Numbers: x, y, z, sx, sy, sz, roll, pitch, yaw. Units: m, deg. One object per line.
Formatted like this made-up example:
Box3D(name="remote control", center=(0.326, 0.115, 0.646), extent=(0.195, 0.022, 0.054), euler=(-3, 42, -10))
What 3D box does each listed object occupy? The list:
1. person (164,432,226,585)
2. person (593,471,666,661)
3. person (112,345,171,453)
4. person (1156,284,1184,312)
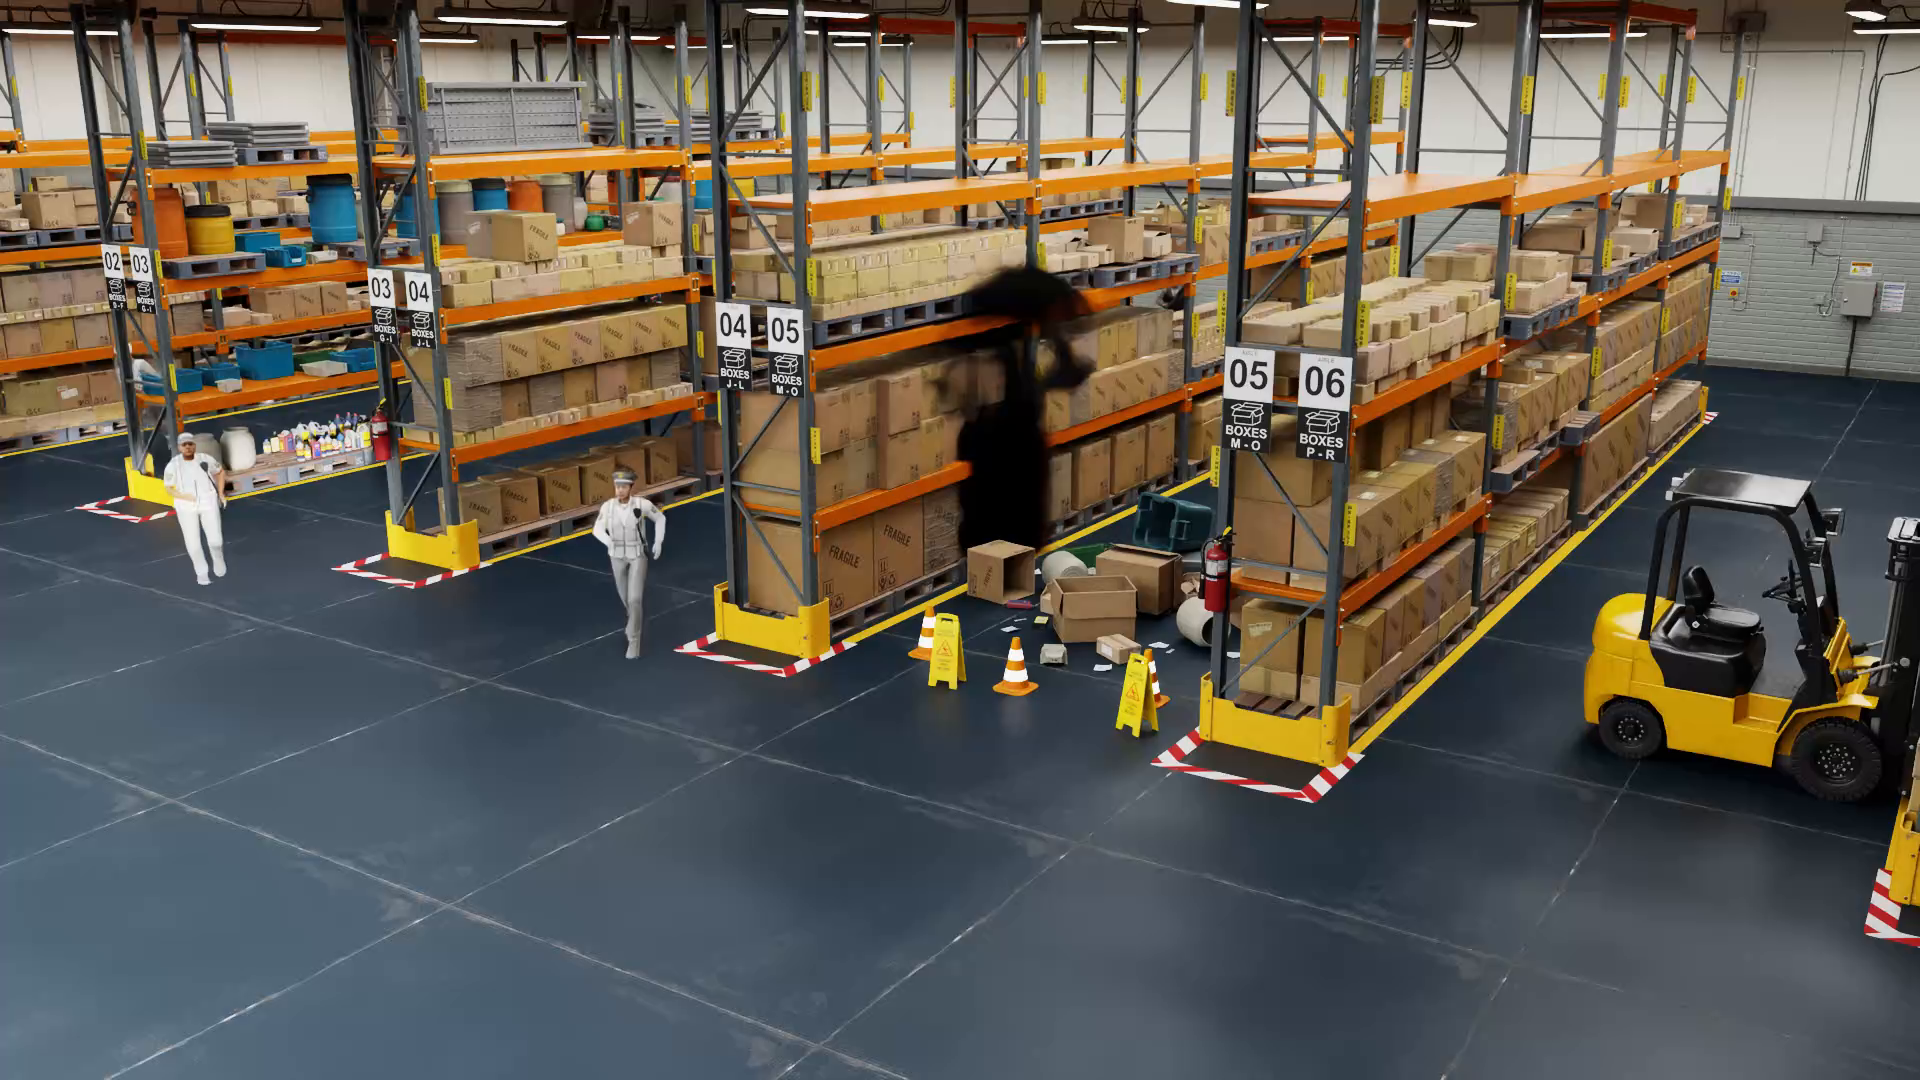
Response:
Box3D(name="person", center=(-7.926, -0.314, 17.316), extent=(0.592, 1.631, 0.576), euler=(-7, 17, -25))
Box3D(name="person", center=(-3.058, 0.180, 15.428), extent=(0.631, 1.740, 0.799), euler=(1, 16, 4))
Box3D(name="person", center=(-11.329, -1.943, 23.126), extent=(0.694, 1.731, 1.049), euler=(3, 16, 11))
Box3D(name="person", center=(3.917, -4.046, 30.478), extent=(0.670, 1.742, 0.927), euler=(4, 16, 14))
